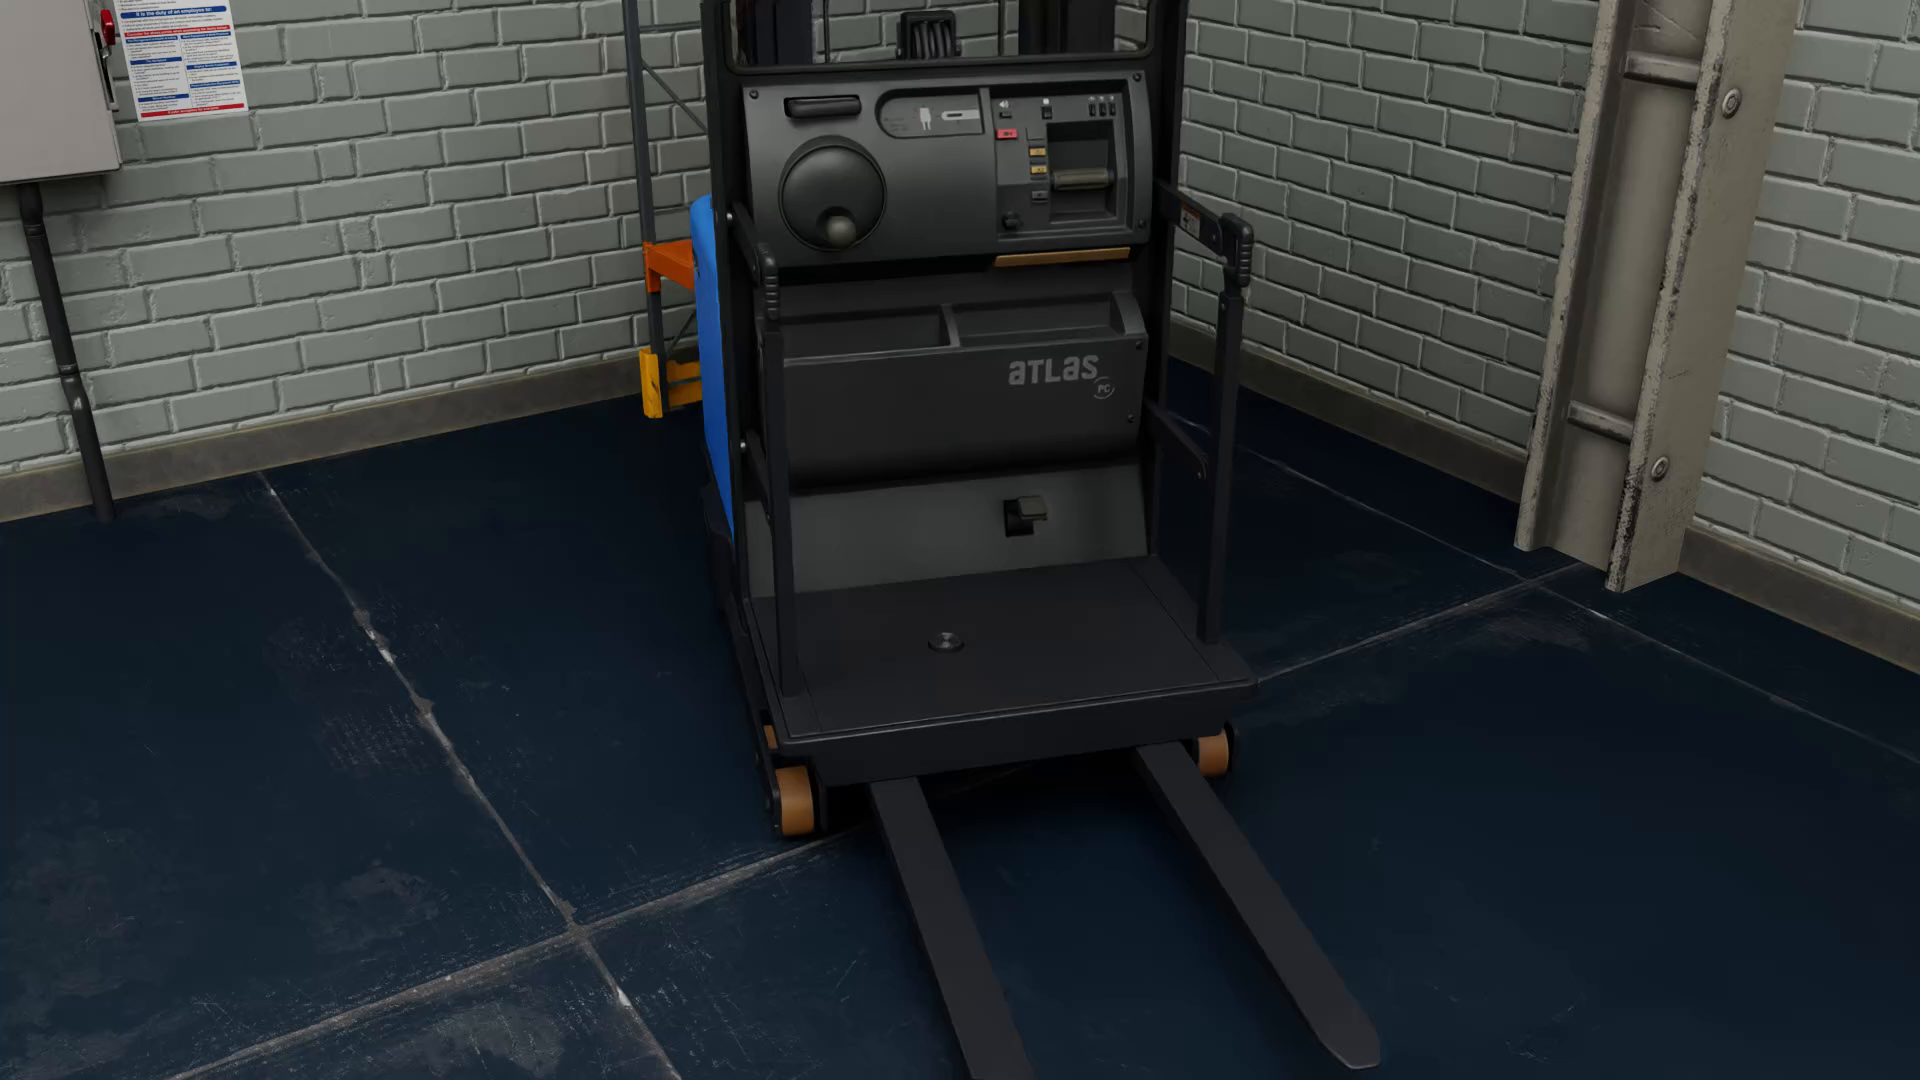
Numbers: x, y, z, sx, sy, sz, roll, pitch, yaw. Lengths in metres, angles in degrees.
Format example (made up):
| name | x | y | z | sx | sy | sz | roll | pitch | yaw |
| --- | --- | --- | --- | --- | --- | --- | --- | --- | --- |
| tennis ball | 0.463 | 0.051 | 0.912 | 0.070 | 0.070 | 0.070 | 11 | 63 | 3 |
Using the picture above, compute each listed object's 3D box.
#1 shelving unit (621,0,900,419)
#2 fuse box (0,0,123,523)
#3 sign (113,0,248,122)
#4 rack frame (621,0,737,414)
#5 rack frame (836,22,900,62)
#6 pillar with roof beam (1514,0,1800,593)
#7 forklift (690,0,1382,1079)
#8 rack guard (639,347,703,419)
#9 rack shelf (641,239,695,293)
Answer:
| name | x | y | z | sx | sy | sz | roll | pitch | yaw |
| --- | --- | --- | --- | --- | --- | --- | --- | --- | --- |
| shelving unit | -0.649 | -1.038 | 5.692 | 0.587 | 1.500 | 1.083 | -16 | 30 | -31 |
| fuse box | -2.729 | -0.839 | 5.022 | 0.539 | 1.711 | 0.414 | -16 | 29 | -30 |
| sign | -2.429 | -1.567 | 5.168 | 0.329 | 0.494 | 0.001 | -16 | 29 | -30 |
| rack frame | -0.932 | -1.214 | 6.064 | 0.500 | 1.500 | 0.032 | -16 | 30 | -31 |
| rack frame | -0.356 | -0.856 | 5.307 | 0.500 | 1.500 | 0.032 | -16 | 30 | -31 |
| pillar with roof beam | -1.638 | -3.015 | 1.095 | 9.100 | 9.000 | 0.400 | -16 | 29 | -30 |
| forklift | 0.037 | -0.824 | 3.562 | 1.130 | 2.935 | 3.031 | -6 | 26 | -12 |
| rack guard | -0.931 | -0.648 | 6.330 | 0.587 | 0.250 | 0.087 | -16 | 30 | -31 |
| rack shelf | -0.644 | -0.872 | 5.762 | 0.538 | 0.185 | 1.000 | -16 | 30 | -31 |
